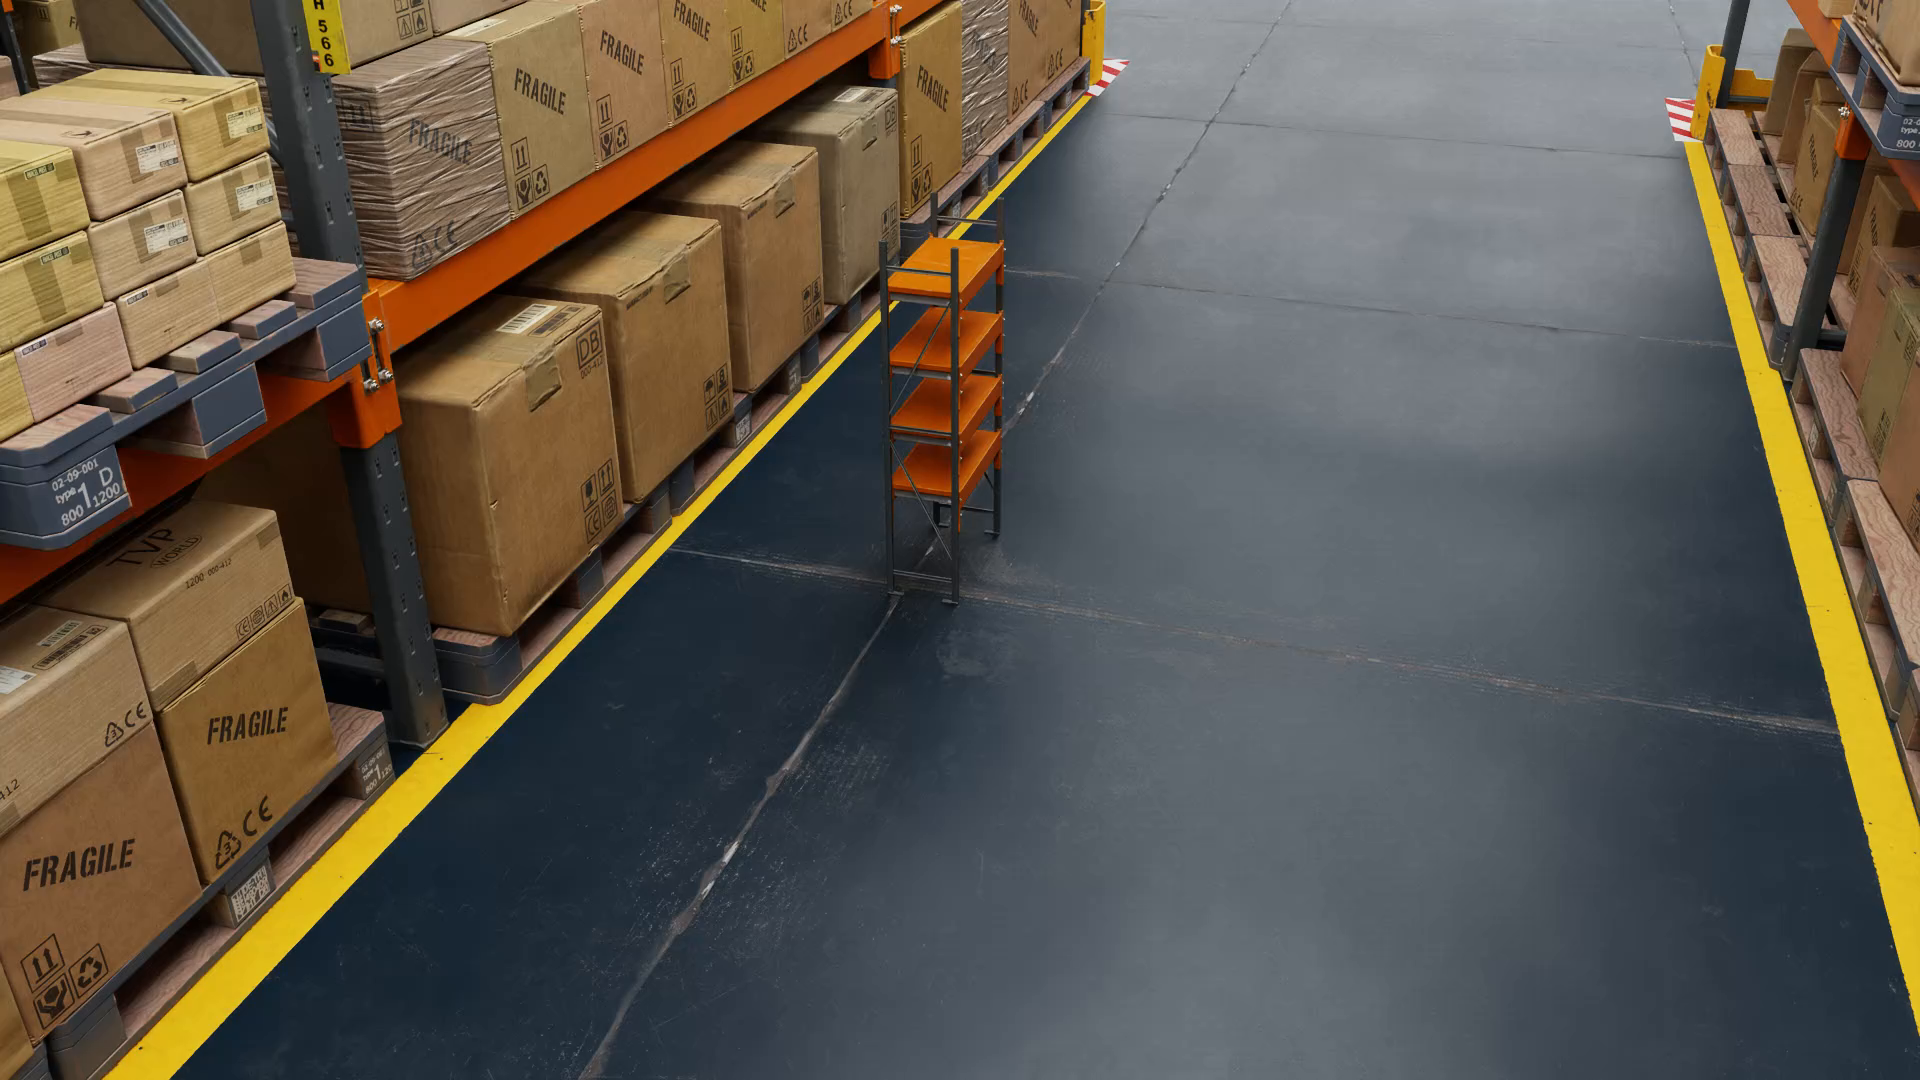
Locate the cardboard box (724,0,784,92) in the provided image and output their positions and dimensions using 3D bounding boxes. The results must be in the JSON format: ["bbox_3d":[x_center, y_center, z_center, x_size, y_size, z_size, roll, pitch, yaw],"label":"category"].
[{"bbox_3d":[-0.983,-1.968,6.099,0.500,0.500,0.500,9,30,15],"label":"cardboard box"}]

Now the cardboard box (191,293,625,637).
[{"bbox_3d":[-1.698,-0.286,5.061,1.050,0.750,0.750,8,30,14],"label":"cardboard box"}]

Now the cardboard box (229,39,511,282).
[{"bbox_3d":[-1.573,-1.029,4.412,0.500,0.500,0.500,9,30,15],"label":"cardboard box"}]

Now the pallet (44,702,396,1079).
[{"bbox_3d":[-2.193,0.766,4.156,1.003,0.211,1.213,8,30,15],"label":"pallet"}]

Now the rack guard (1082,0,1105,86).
[{"bbox_3d":[0.393,-3.452,11.441,1.175,0.500,0.348,8,30,15],"label":"rack guard"}]

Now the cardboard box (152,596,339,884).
[{"bbox_3d":[-1.906,0.437,4.019,0.500,0.500,0.500,8,30,15],"label":"cardboard box"}]

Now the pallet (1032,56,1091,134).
[{"bbox_3d":[0.226,-2.932,10.803,1.003,0.211,1.213,8,30,15],"label":"pallet"}]

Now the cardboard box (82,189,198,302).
[{"bbox_3d":[-1.749,-0.600,3.264,0.380,0.149,0.250,10,31,17],"label":"cardboard box"}]

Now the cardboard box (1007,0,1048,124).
[{"bbox_3d":[-0.006,-3.054,9.909,0.875,0.875,0.875,8,30,14],"label":"cardboard box"}]

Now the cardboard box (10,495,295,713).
[{"bbox_3d":[-1.913,0.121,3.815,0.500,0.250,0.500,8,30,14],"label":"cardboard box"}]

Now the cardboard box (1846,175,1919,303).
[{"bbox_3d":[4.079,-1.191,6.945,0.500,0.500,0.500,8,30,13],"label":"cardboard box"}]

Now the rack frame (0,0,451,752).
[{"bbox_3d":[-1.962,-0.815,4.130,1.000,3.000,0.127,8,30,15],"label":"rack frame"}]

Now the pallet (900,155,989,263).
[{"bbox_3d":[-0.490,-1.798,8.765,1.003,0.211,1.213,8,30,15],"label":"pallet"}]

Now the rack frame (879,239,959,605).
[{"bbox_3d":[-0.120,-0.334,5.116,0.240,1.200,0.015,8,30,15],"label":"rack frame"}]

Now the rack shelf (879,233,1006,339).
[{"bbox_3d":[-0.049,-0.791,5.129,0.258,0.148,0.480,8,30,15],"label":"rack shelf"}]

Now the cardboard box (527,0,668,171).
[{"bbox_3d":[-1.278,-1.500,5.258,0.500,0.500,0.500,8,30,15],"label":"cardboard box"}]

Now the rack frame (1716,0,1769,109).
[{"bbox_3d":[5.098,-3.778,9.457,1.000,3.000,0.127,8,30,15],"label":"rack frame"}]

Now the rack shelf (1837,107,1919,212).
[{"bbox_3d":[3.337,-0.676,4.619,1.077,0.370,4.000,8,30,15],"label":"rack shelf"}]

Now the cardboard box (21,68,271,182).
[{"bbox_3d":[-1.668,-0.856,3.417,0.380,0.149,0.250,7,30,13],"label":"cardboard box"}]

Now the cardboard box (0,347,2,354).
[{"bbox_3d":[-1.897,-0.361,2.835,0.380,0.149,0.250,9,30,15],"label":"cardboard box"}]

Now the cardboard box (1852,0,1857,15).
[{"bbox_3d":[3.788,-2.066,6.638,0.380,0.149,0.250,8,30,15],"label":"cardboard box"}]

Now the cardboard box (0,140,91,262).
[{"bbox_3d":[-1.821,-0.618,2.989,0.380,0.149,0.250,9,30,16],"label":"cardboard box"}]

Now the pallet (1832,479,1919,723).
[{"bbox_3d":[3.340,0.230,5.120,1.003,0.211,1.213,8,30,15],"label":"pallet"}]

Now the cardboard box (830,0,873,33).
[{"bbox_3d":[-0.686,-2.437,6.943,0.500,0.500,0.500,8,30,15],"label":"cardboard box"}]

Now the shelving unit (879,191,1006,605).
[{"bbox_3d":[-0.049,-0.447,5.320,0.258,1.200,0.503,8,30,15],"label":"shelving unit"}]

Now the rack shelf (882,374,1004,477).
[{"bbox_3d":[-0.049,-0.389,5.353,0.258,0.148,0.480,8,30,15],"label":"rack shelf"}]

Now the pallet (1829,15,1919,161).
[{"bbox_3d":[3.560,-1.501,5.561,1.003,0.211,1.213,8,30,15],"label":"pallet"}]

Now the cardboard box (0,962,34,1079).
[{"bbox_3d":[-2.201,0.925,3.140,0.500,0.500,0.500,7,30,13],"label":"cardboard box"}]

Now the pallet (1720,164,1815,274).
[{"bbox_3d":[4.443,-1.587,8.386,1.003,0.211,1.213,8,30,15],"label":"pallet"}]

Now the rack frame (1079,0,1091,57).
[{"bbox_3d":[0.386,-4.533,10.813,1.000,3.000,0.127,8,30,15],"label":"rack frame"}]

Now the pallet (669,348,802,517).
[{"bbox_3d":[-1.299,-0.518,6.463,1.003,0.211,1.213,8,30,15],"label":"pallet"}]

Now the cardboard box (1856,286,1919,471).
[{"bbox_3d":[3.565,-0.518,5.715,0.700,0.500,0.500,8,30,15],"label":"cardboard box"}]

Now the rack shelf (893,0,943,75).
[{"bbox_3d":[-0.201,-3.289,9.317,1.077,0.370,4.000,8,30,15],"label":"rack shelf"}]

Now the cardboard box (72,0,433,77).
[{"bbox_3d":[-1.821,-1.503,4.235,0.700,0.500,0.500,8,30,15],"label":"cardboard box"}]

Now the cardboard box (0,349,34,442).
[{"bbox_3d":[-1.894,-0.244,2.930,0.380,0.149,0.250,8,30,14],"label":"cardboard box"}]

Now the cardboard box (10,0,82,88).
[{"bbox_3d":[-5.119,-2.879,9.465,0.500,0.500,0.500,10,31,17],"label":"cardboard box"}]

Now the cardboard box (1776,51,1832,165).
[{"bbox_3d":[4.756,-2.299,8.937,0.500,0.500,0.500,17,33,28],"label":"cardboard box"}]

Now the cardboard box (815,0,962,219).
[{"bbox_3d":[-0.537,-2.212,8.394,0.875,0.875,0.875,9,30,16],"label":"cardboard box"}]

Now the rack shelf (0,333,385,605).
[{"bbox_3d":[-2.549,0.428,2.634,1.077,0.370,4.000,8,30,15],"label":"rack shelf"}]

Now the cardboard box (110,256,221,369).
[{"bbox_3d":[-1.742,-0.479,3.352,0.380,0.149,0.250,8,30,15],"label":"cardboard box"}]

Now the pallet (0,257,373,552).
[{"bbox_3d":[-2.070,-0.385,3.554,1.213,0.211,1.003,8,30,15],"label":"pallet"}]

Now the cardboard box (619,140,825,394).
[{"bbox_3d":[-1.171,-1.126,6.570,1.050,0.750,0.750,8,30,15],"label":"cardboard box"}]

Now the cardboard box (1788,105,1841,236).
[{"bbox_3d":[4.347,-1.758,7.964,0.500,0.500,0.500,6,30,10],"label":"cardboard box"}]
